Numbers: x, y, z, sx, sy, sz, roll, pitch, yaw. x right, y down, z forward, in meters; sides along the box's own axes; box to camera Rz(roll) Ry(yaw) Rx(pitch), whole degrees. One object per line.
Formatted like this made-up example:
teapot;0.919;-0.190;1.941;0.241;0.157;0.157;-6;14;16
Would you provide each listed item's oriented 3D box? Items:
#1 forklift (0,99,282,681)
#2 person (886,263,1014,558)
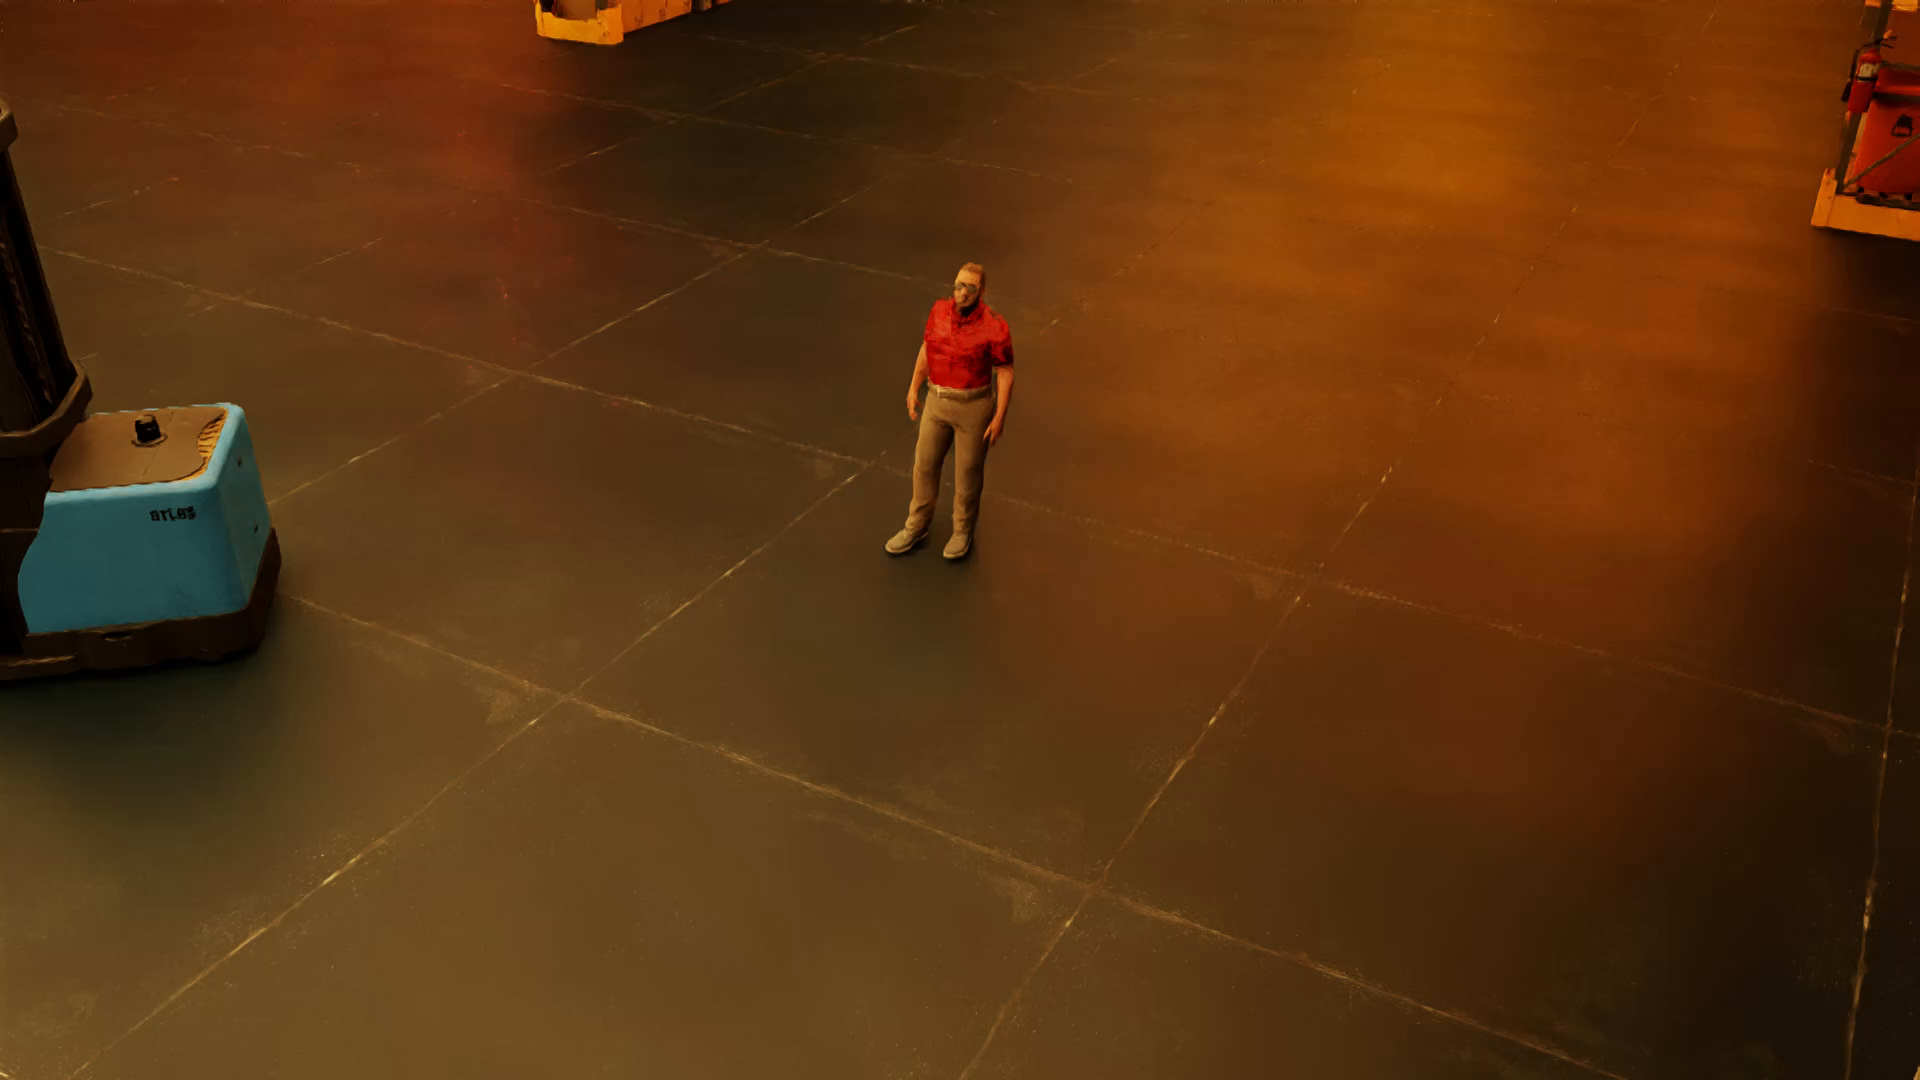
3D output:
forklift;-5.331;-0.725;8.326;3.031;2.935;1.130;-6;31;-10
person;-0.054;-0.718;9.504;0.640;1.726;0.550;15;33;25
